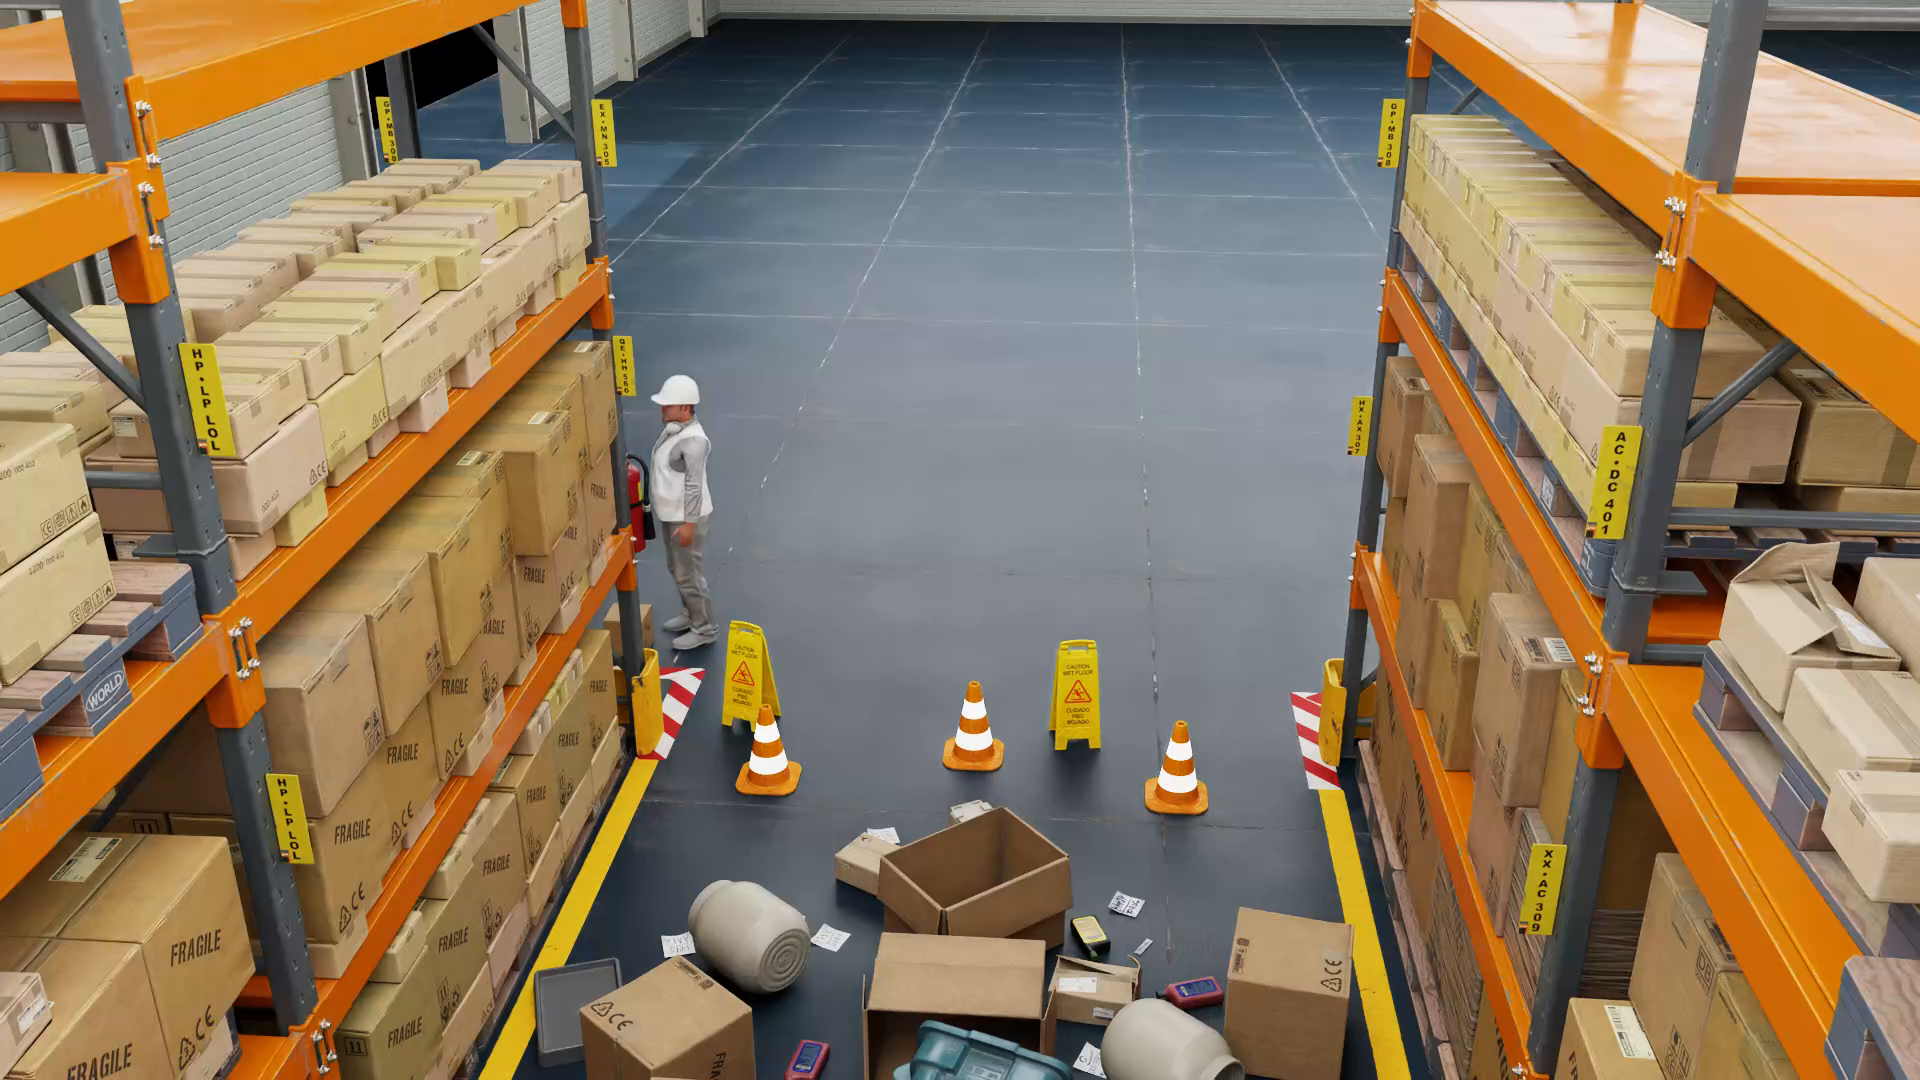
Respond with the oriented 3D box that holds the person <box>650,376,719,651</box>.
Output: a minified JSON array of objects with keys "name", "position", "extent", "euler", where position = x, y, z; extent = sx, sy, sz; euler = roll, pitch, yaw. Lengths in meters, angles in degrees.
[{"name":"person","position":[-1.730,-0.174,10.373],"extent":[0.359,1.774,0.531],"euler":[-9,26,-20]}]
